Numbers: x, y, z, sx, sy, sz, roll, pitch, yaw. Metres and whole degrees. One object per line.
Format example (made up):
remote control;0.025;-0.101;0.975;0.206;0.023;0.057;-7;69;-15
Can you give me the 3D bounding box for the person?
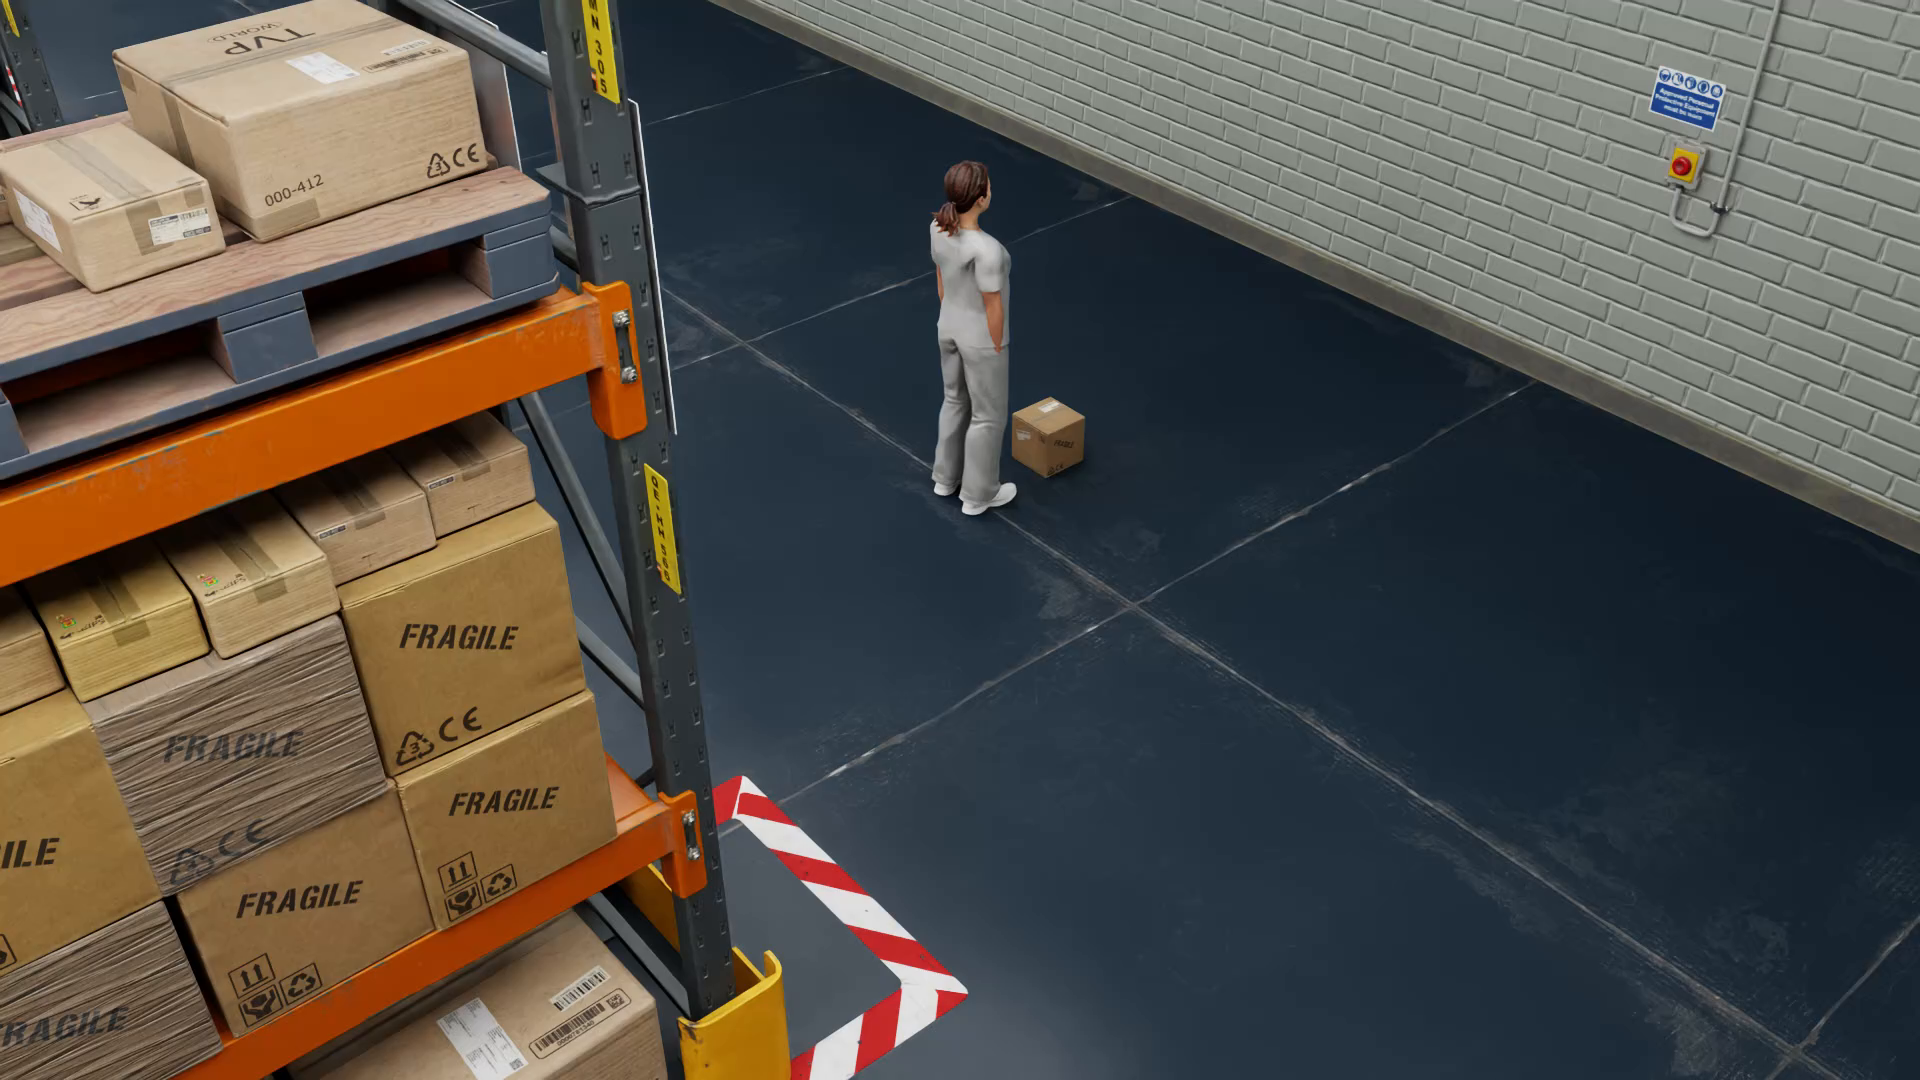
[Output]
person;0.042;-0.891;7.380;0.359;1.668;0.436;-25;43;-30
